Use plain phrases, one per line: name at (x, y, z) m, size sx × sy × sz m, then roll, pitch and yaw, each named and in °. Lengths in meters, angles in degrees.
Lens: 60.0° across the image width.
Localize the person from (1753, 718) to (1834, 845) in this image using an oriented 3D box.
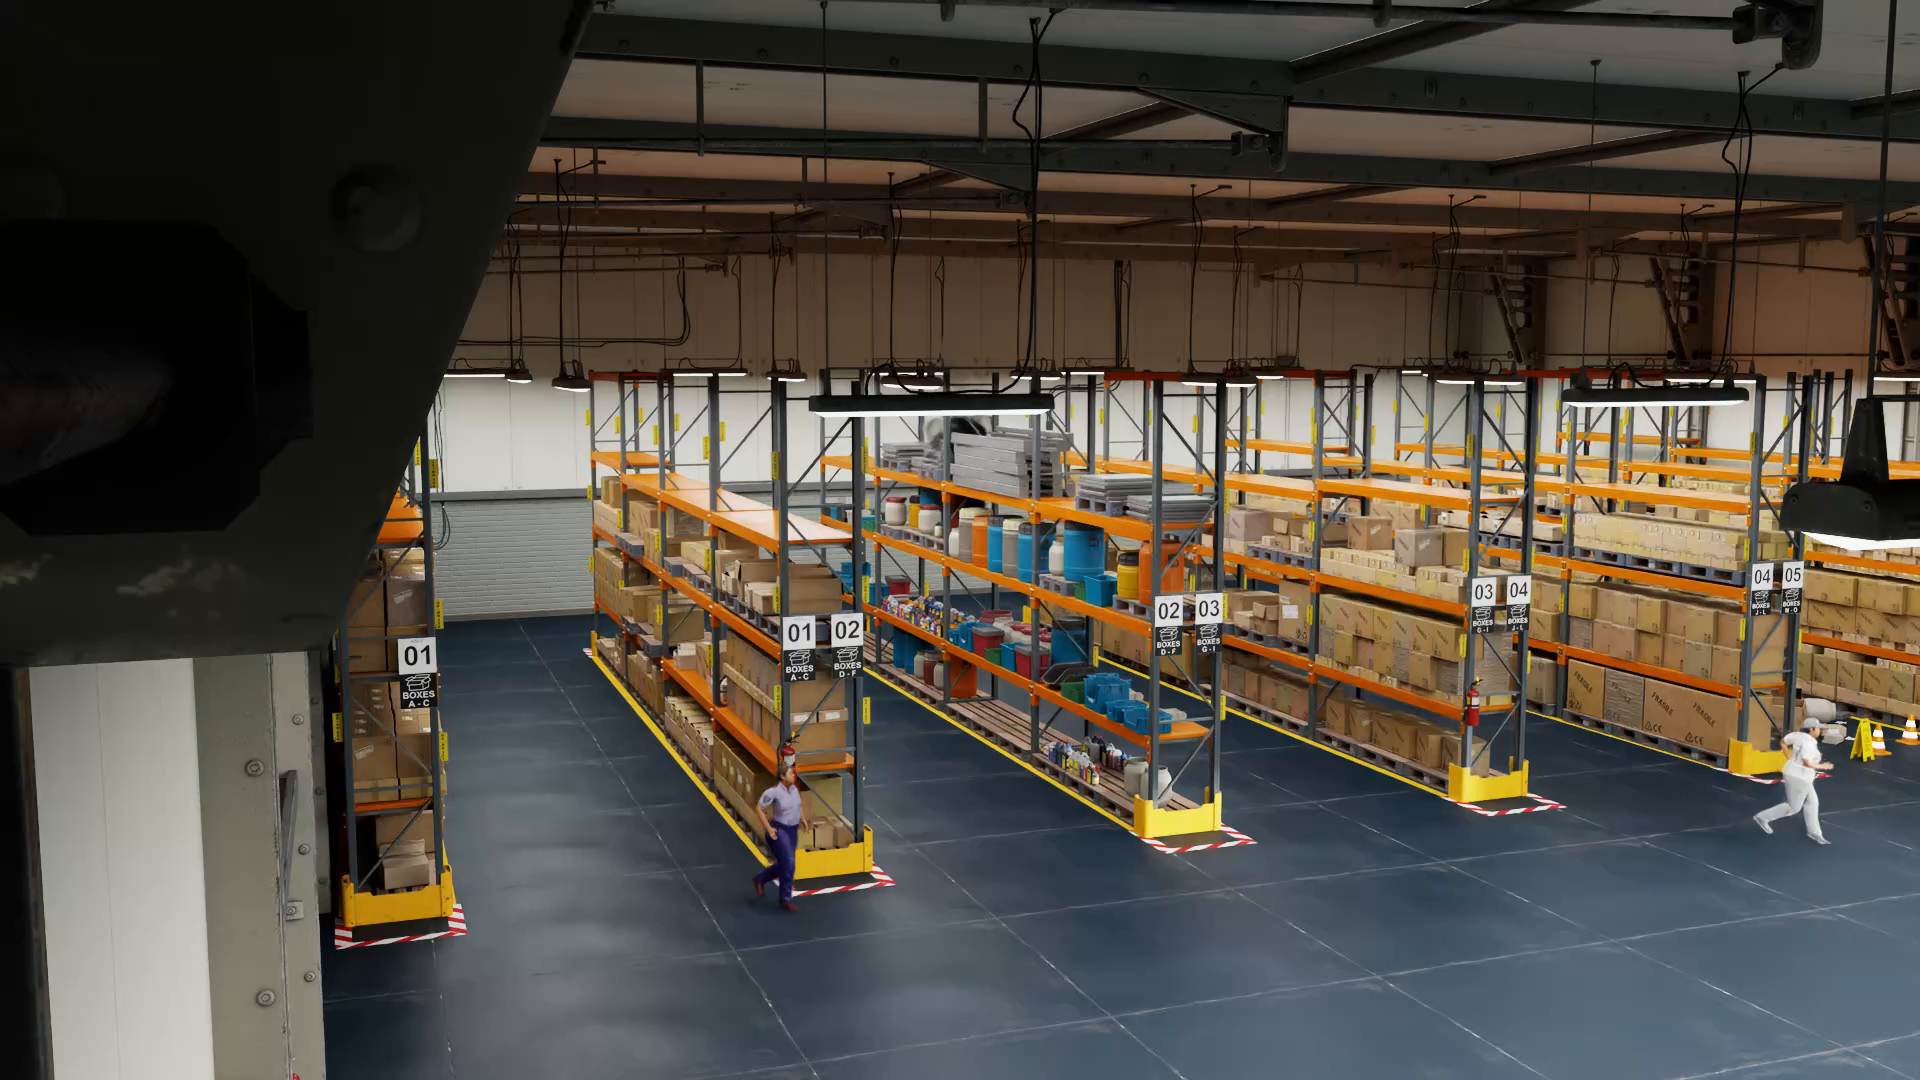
person at (10.850, 3.126, 21.627) m, size 0.948 × 1.682 × 0.638 m, roll 2°, pitch 7°, yaw 15°

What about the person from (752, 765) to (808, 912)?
person at (-2.055, 3.406, 19.197) m, size 0.715 × 1.637 × 0.639 m, roll 4°, pitch 7°, yaw 30°

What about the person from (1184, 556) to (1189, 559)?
person at (5.209, 0.987, 39.919) m, size 0.729 × 1.810 × 0.793 m, roll 3°, pitch 7°, yaw 26°
